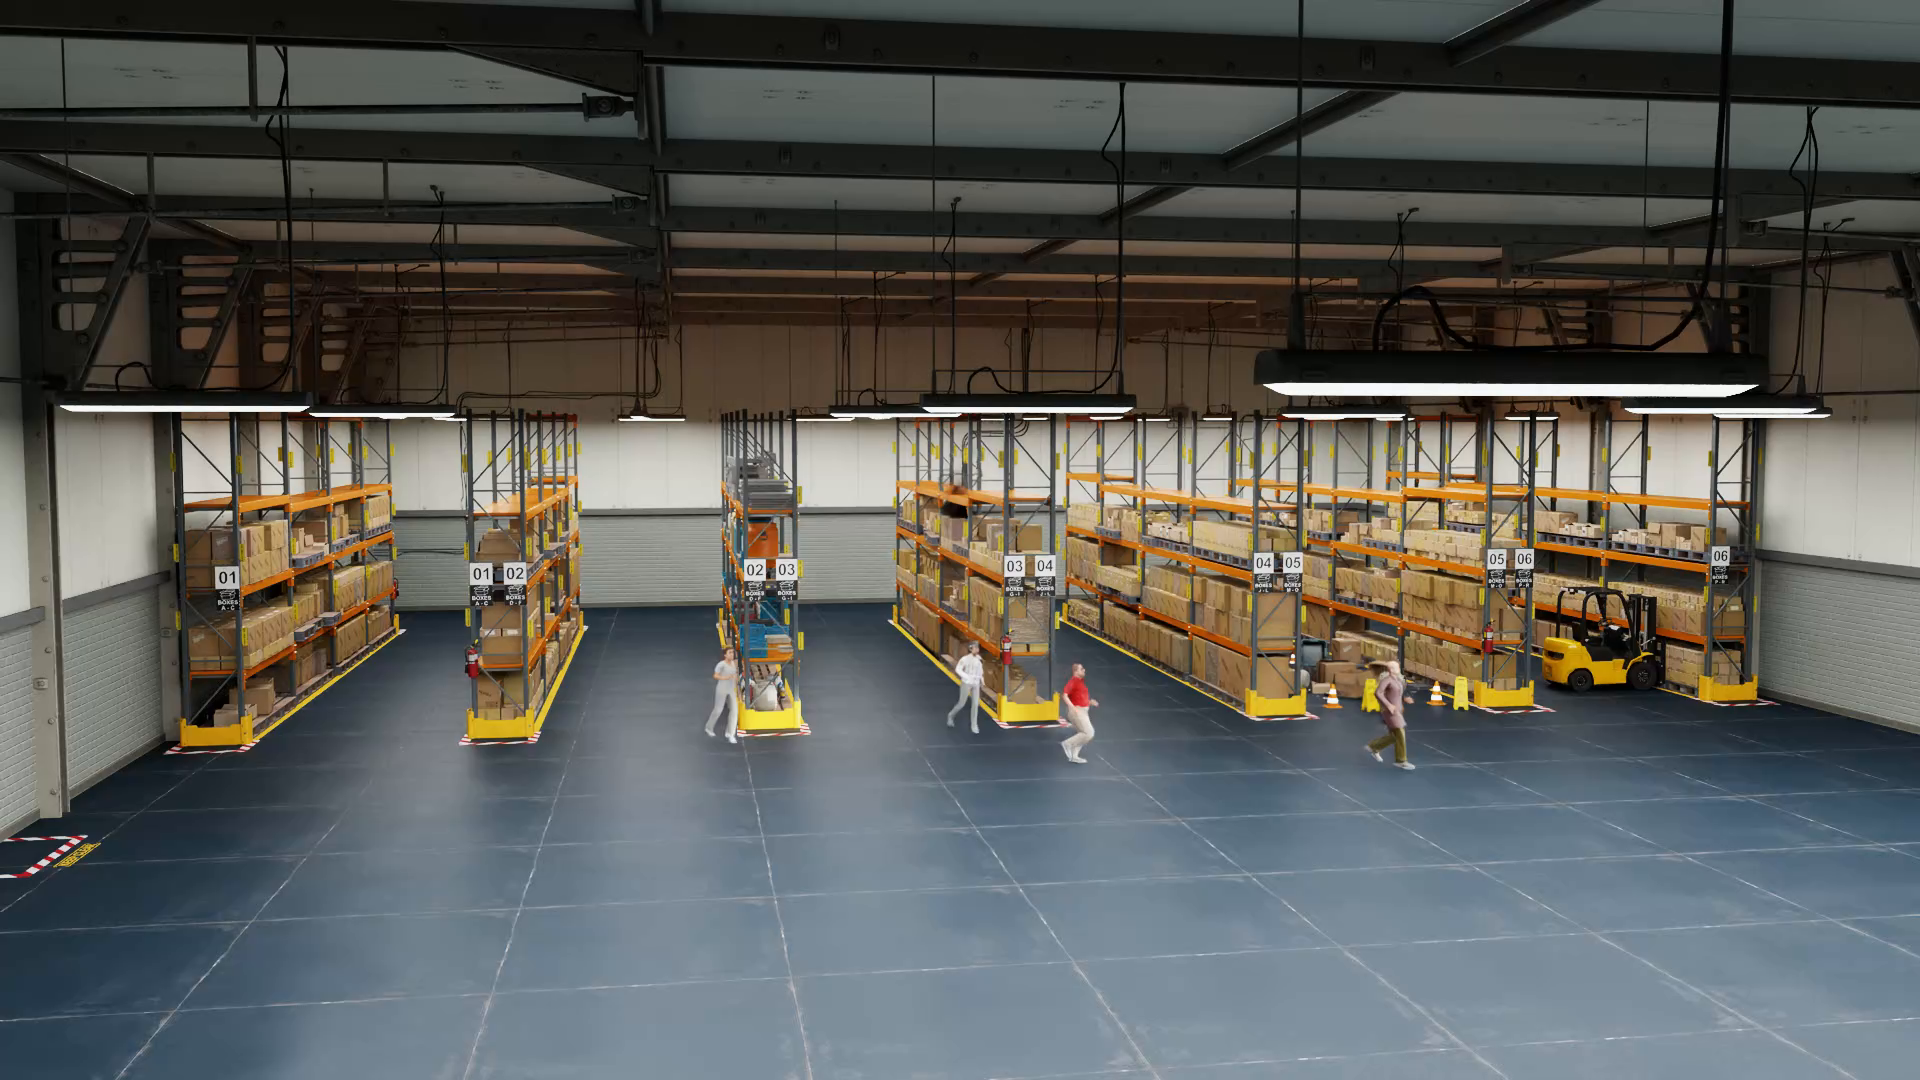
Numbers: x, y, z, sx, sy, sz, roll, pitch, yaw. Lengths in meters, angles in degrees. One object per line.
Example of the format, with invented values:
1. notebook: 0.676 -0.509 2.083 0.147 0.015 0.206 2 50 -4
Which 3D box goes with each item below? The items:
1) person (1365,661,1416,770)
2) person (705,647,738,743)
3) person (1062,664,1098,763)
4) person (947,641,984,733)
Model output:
1. person: 7.202 2.902 27.709 0.847 1.782 0.713 2 5 31
2. person: -4.260 2.787 30.162 0.572 1.714 0.800 -4 6 -45
3. person: 2.033 2.925 28.058 0.591 1.682 0.658 1 4 14
4. person: 0.223 2.710 31.089 0.676 1.667 0.923 -2 5 -30
